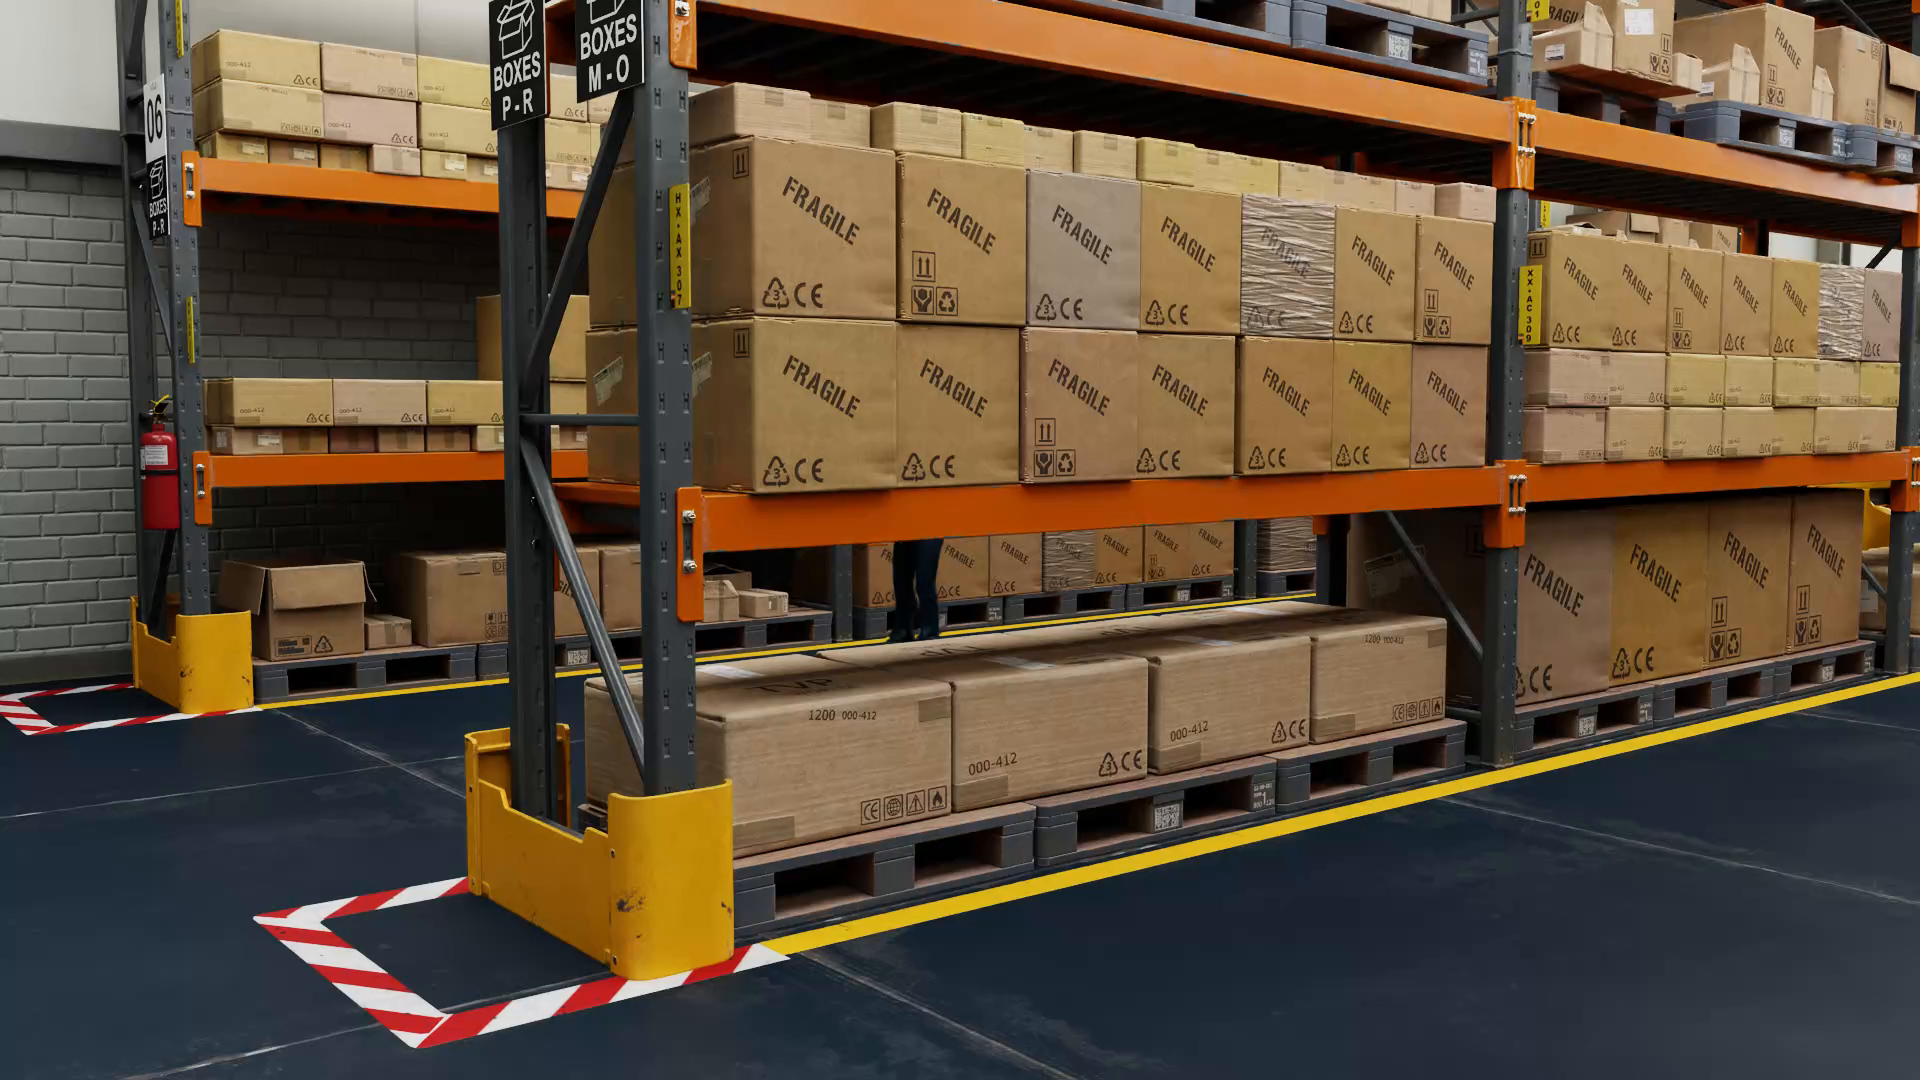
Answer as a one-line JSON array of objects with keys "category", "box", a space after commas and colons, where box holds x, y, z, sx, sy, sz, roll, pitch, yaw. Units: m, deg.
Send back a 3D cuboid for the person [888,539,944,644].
[{"category": "person", "box": [-0.299, -0.047, 10.037, 0.461, 1.601, 0.440, -3, 6, -36]}]
